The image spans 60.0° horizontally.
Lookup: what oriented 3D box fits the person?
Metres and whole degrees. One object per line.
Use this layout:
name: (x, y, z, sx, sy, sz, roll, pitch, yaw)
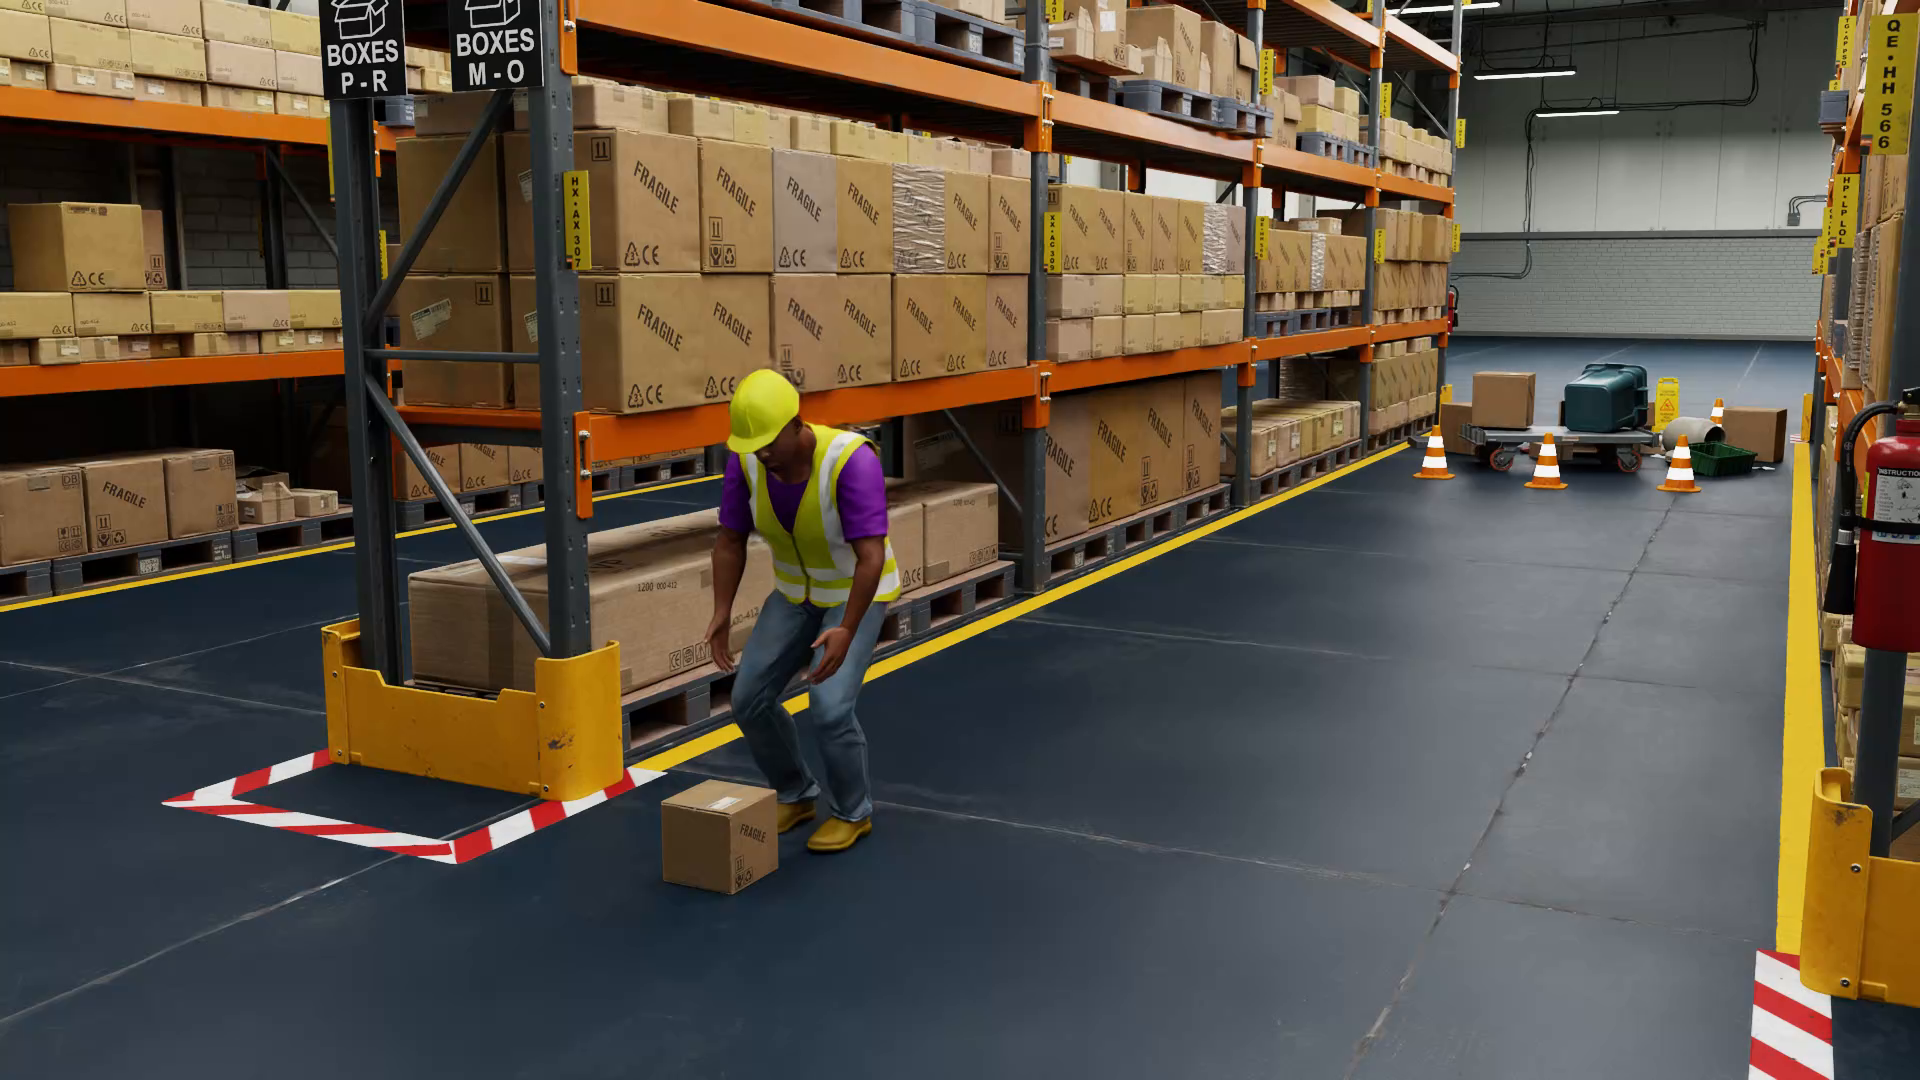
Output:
person: (-0.469, 0.213, 5.244, 0.627, 1.517, 0.687, 6, 11, 32)
